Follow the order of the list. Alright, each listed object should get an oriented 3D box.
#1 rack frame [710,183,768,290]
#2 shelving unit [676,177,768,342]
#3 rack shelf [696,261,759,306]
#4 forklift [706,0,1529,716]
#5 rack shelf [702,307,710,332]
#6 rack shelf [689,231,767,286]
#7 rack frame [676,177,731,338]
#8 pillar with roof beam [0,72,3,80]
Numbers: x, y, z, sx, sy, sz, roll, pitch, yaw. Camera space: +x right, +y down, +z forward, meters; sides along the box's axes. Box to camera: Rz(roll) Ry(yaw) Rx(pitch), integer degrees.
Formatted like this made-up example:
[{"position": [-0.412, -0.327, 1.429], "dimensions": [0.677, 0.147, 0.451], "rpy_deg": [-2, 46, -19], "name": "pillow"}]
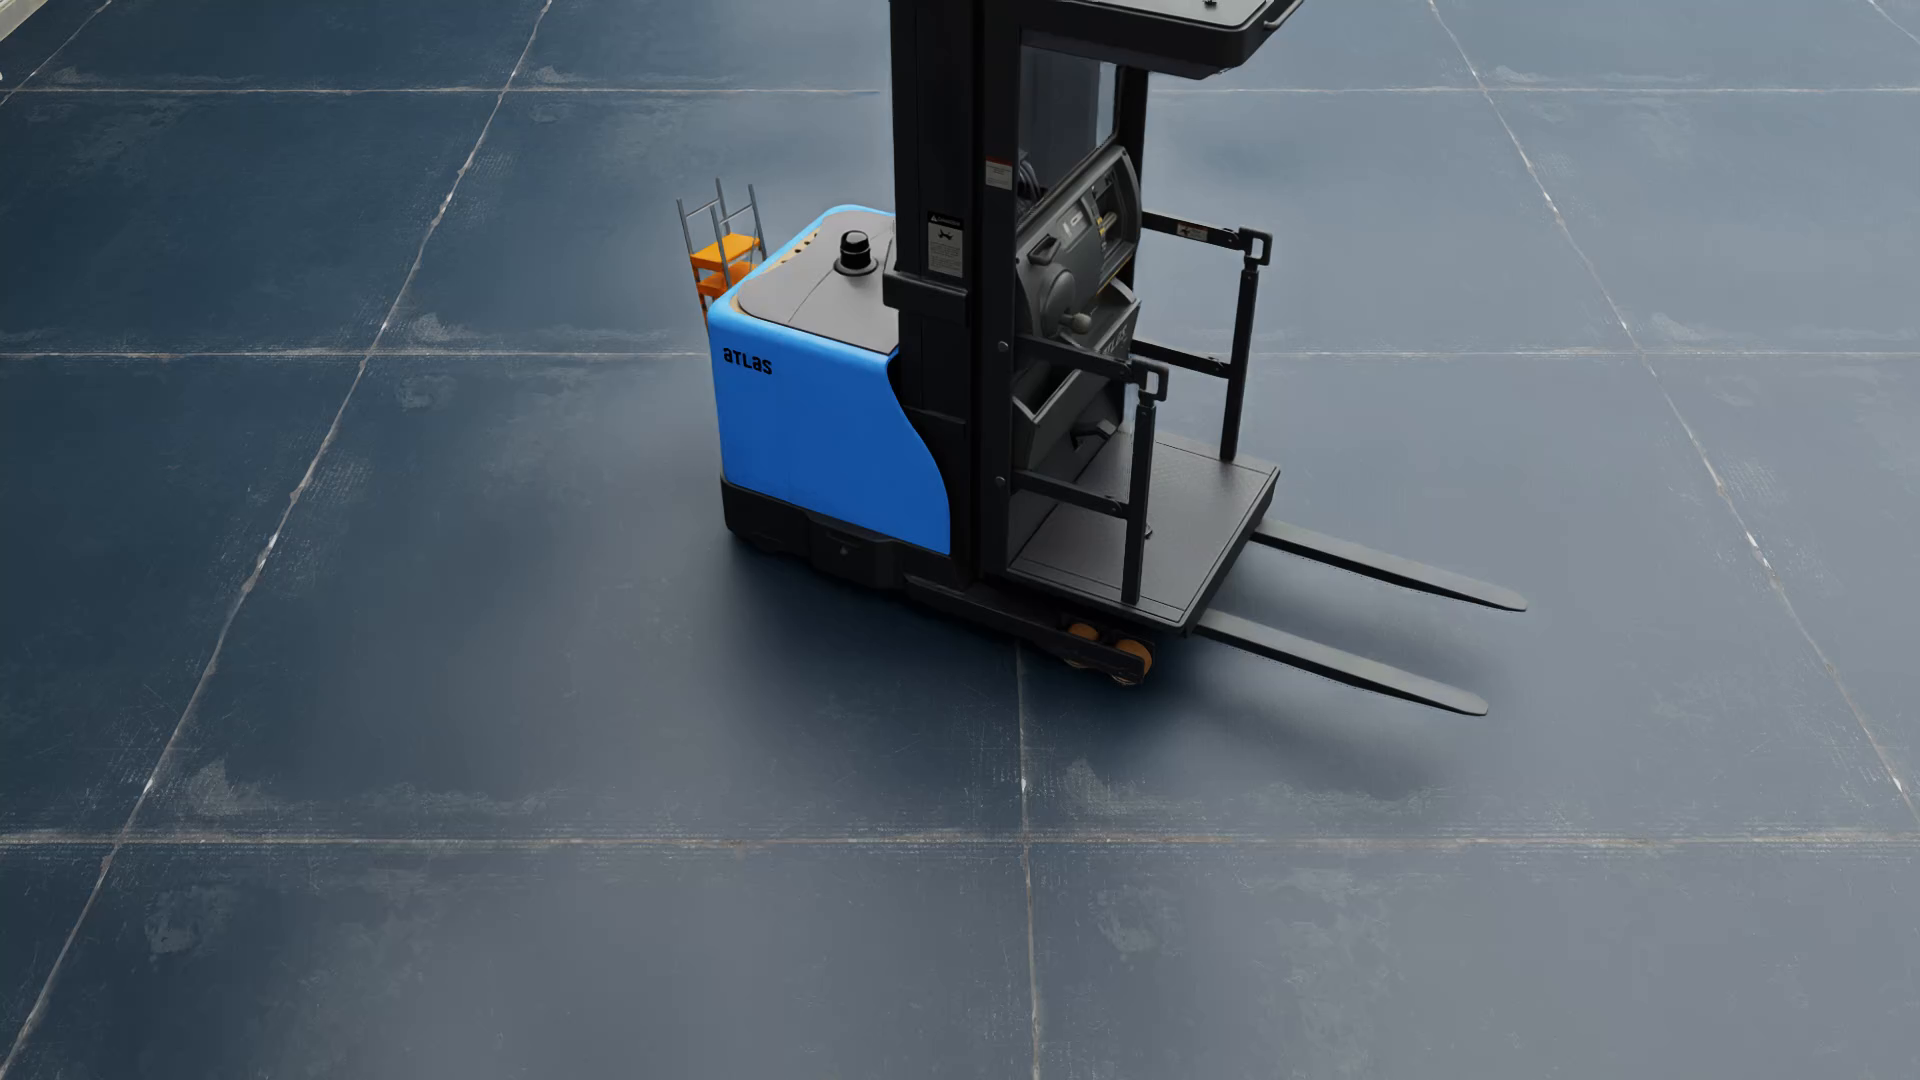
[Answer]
[{"position": [-0.818, -0.852, 6.819], "dimensions": [0.006, 1.200, 0.240], "rpy_deg": [17, 41, 34], "name": "rack frame"}, {"position": [-0.891, -0.875, 6.870], "dimensions": [0.189, 1.200, 0.258], "rpy_deg": [17, 41, 34], "name": "shelving unit"}, {"position": [-0.915, -1.037, 6.763], "dimensions": [0.180, 0.103, 0.258], "rpy_deg": [17, 41, 34], "name": "rack shelf"}, {"position": [0.596, -0.996, 5.649], "dimensions": [3.031, 2.935, 1.130], "rpy_deg": [18, 42, 21], "name": "forklift"}, {"position": [-0.900, -0.937, 6.829], "dimensions": [0.180, 0.103, 0.258], "rpy_deg": [17, 41, 34], "name": "rack shelf"}, {"position": [-0.930, -1.136, 6.698], "dimensions": [0.180, 0.103, 0.258], "rpy_deg": [17, 41, 34], "name": "rack shelf"}, {"position": [-0.963, -0.897, 6.921], "dimensions": [0.006, 1.200, 0.240], "rpy_deg": [17, 41, 34], "name": "rack frame"}, {"position": [-1.798, -6.266, 7.374], "dimensions": [9.100, 9.000, 0.400], "rpy_deg": [0, 39, 0], "name": "pillar with roof beam"}]
